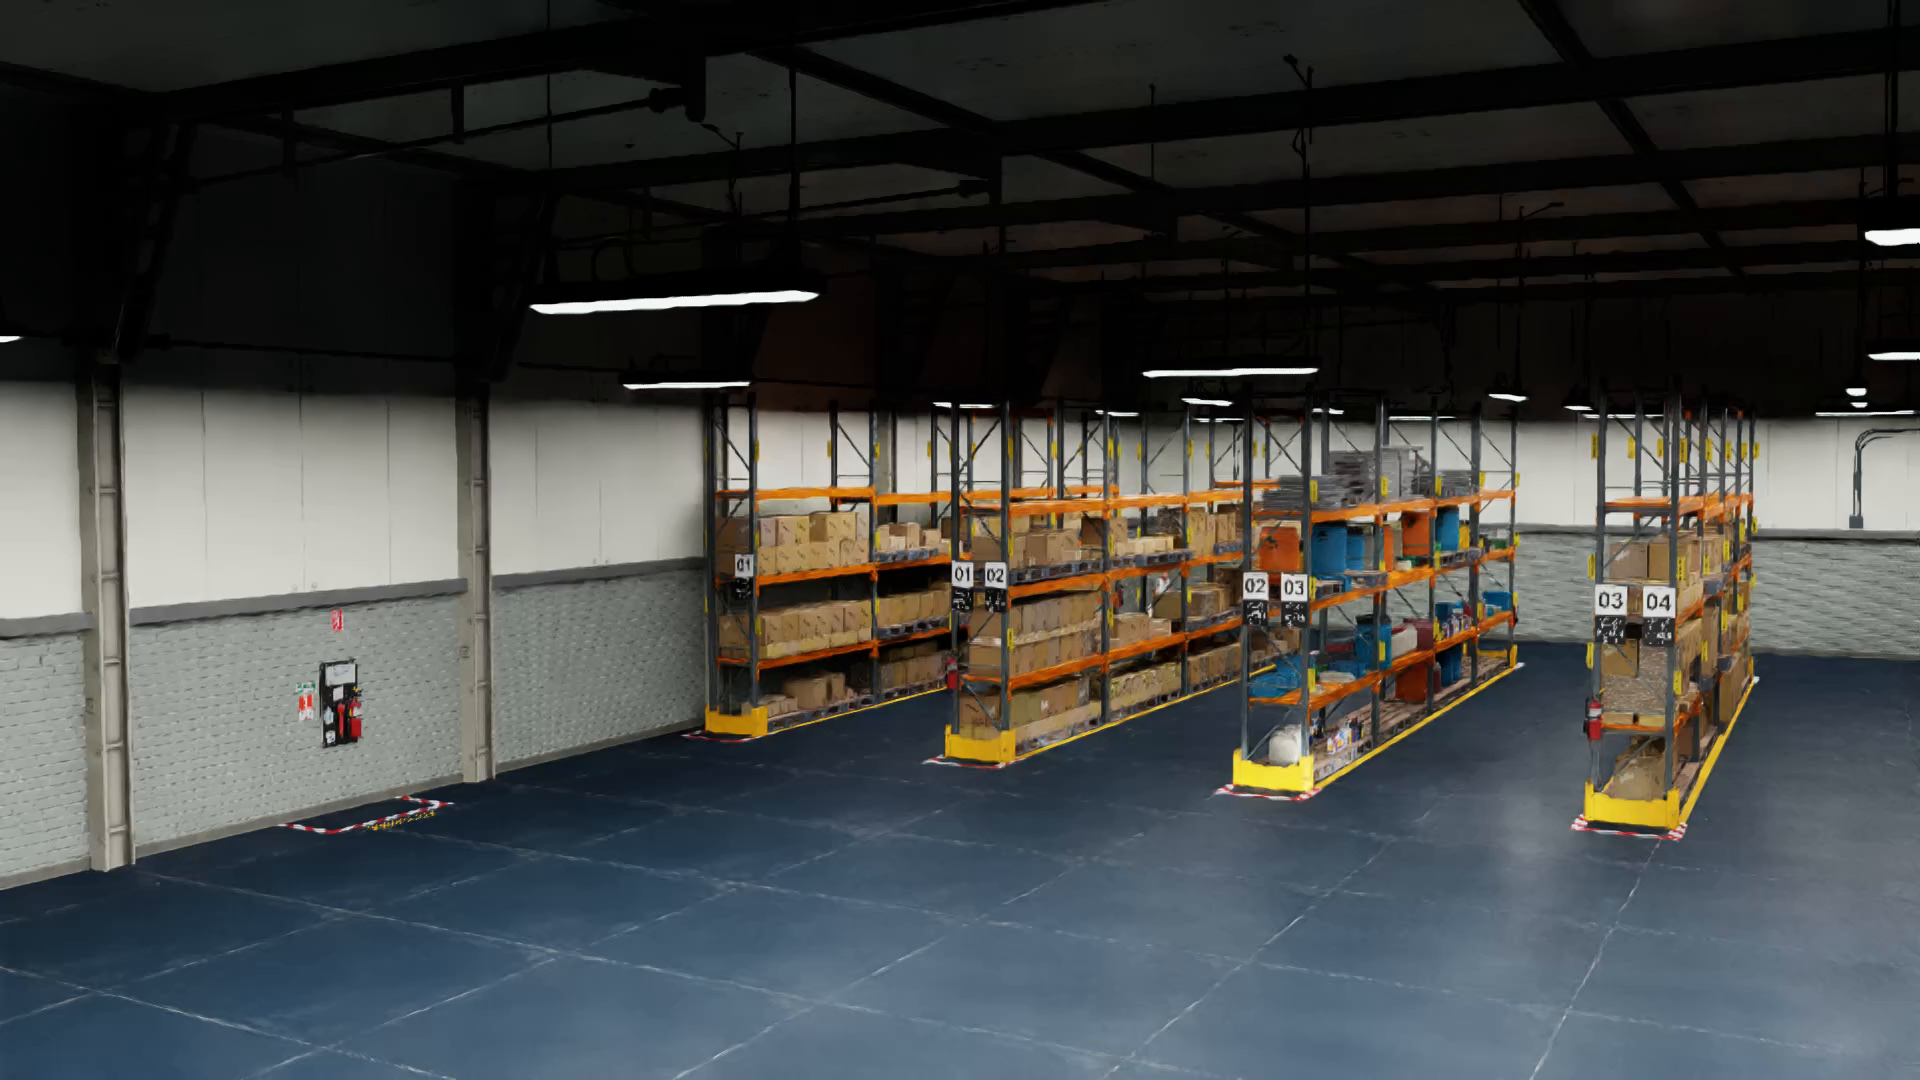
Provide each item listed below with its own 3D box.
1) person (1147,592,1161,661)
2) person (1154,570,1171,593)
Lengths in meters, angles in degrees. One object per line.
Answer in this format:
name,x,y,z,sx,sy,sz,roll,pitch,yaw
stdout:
person,4.473,2.062,38.028,0.588,1.757,0.501,-2,4,-31
person,5.624,1.632,45.636,0.722,1.780,0.568,-1,3,-21
